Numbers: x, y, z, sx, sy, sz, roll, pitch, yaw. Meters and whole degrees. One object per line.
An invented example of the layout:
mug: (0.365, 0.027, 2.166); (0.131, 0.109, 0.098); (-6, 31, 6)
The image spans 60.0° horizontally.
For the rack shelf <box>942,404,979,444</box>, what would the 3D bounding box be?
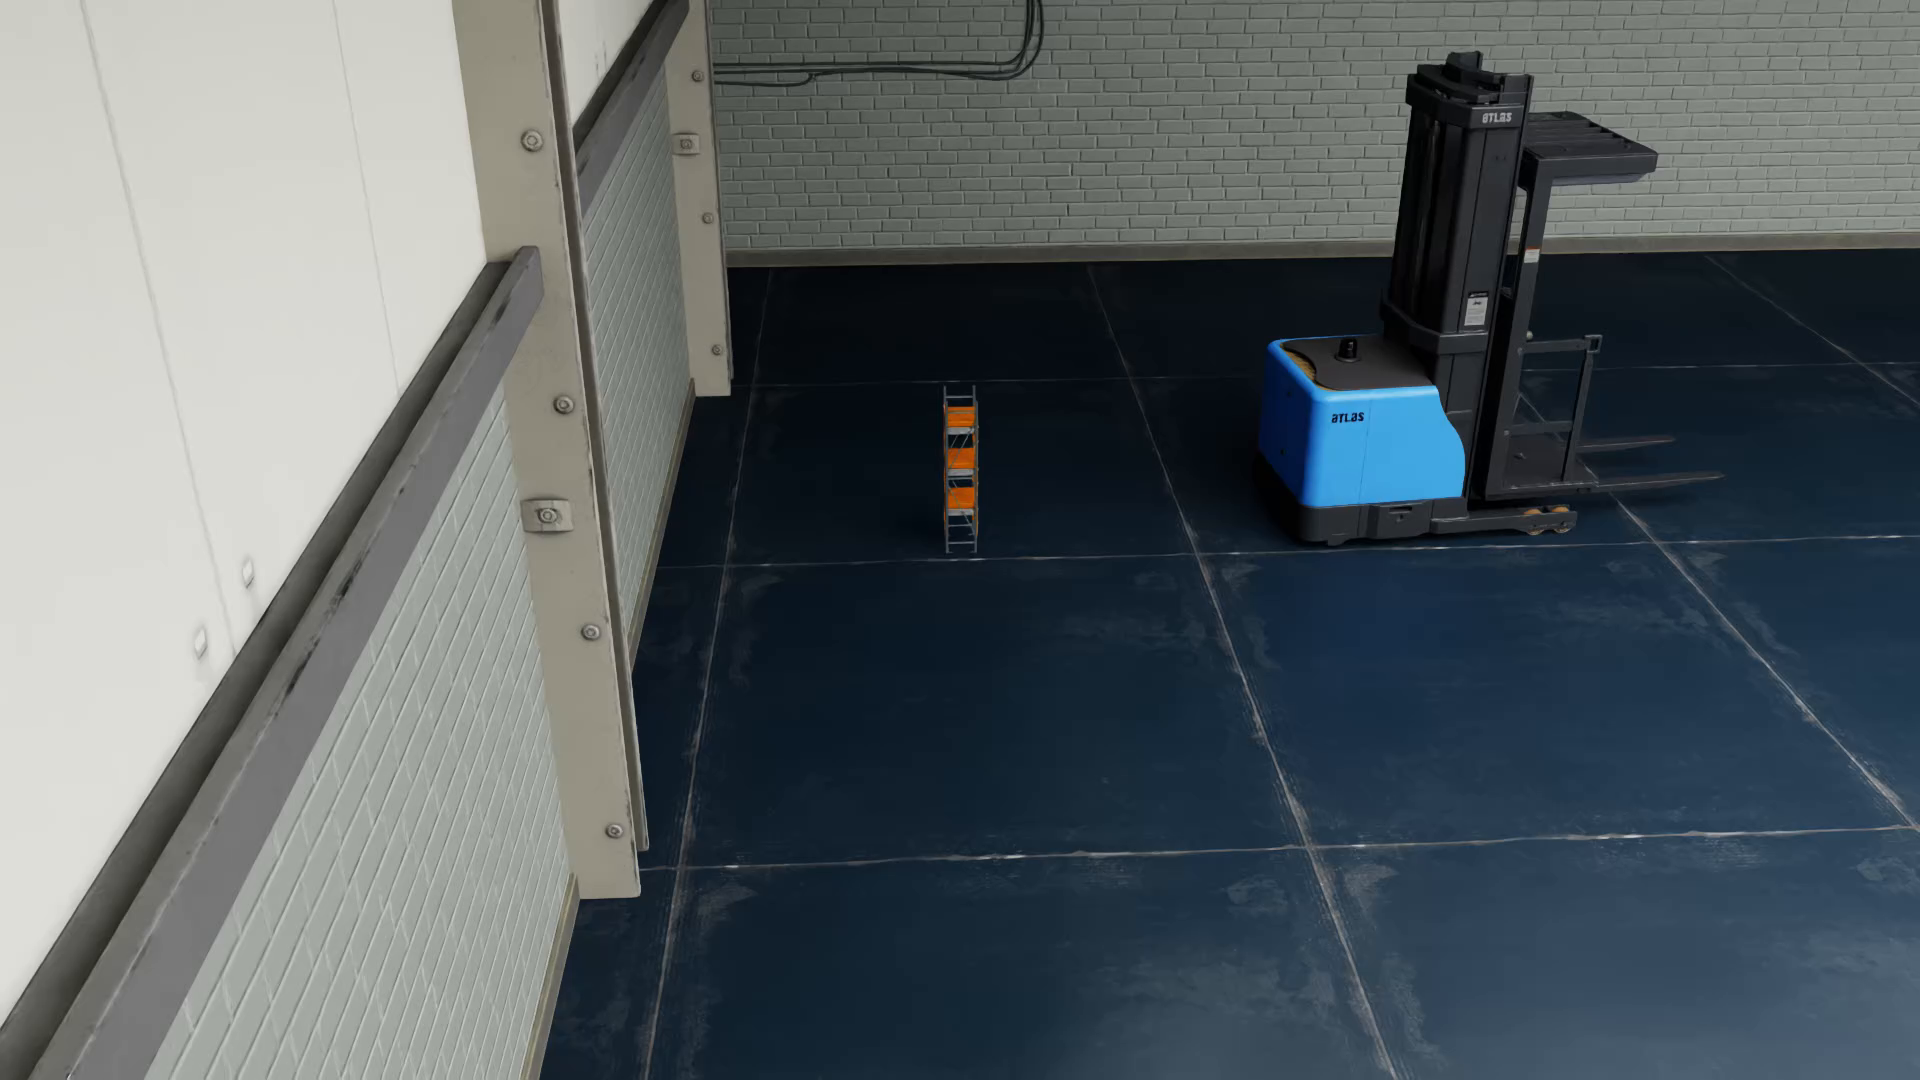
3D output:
rack shelf: (0.003, -0.683, 10.396); (0.215, 0.259, 0.240); (-1, 28, -3)

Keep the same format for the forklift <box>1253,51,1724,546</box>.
forklift: (3.583, -1.571, 10.654); (3.031, 2.935, 1.130); (-4, 28, -8)

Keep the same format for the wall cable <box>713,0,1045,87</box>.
wall cable: (-0.787, -5.220, 14.448); (3.097, 2.526, 0.112); (-1, 28, -3)

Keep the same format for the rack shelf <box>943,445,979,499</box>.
rack shelf: (0.003, -0.431, 10.527); (0.215, 0.259, 0.240); (-1, 28, -3)

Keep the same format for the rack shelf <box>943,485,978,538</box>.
rack shelf: (0.003, -0.185, 10.655); (0.215, 0.259, 0.240); (-1, 28, -3)

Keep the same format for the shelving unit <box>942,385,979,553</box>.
shelving unit: (0.003, -0.441, 10.522); (0.215, 1.050, 0.252); (-1, 28, -3)

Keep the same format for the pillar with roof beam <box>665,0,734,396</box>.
pillar with roof beam: (2.345, -5.309, 11.259); (9.100, 9.000, 0.400); (-1, 28, -3)

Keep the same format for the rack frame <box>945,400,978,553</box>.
rack frame: (0.009, -0.384, 10.414); (0.200, 1.050, 0.008); (-1, 28, -3)

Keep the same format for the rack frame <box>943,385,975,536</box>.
rack frame: (-0.004, -0.497, 10.630); (0.200, 1.050, 0.008); (-1, 28, -3)

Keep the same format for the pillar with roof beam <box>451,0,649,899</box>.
pillar with roof beam: (2.658, -2.538, 5.947); (9.100, 9.000, 0.400); (-1, 28, -3)
